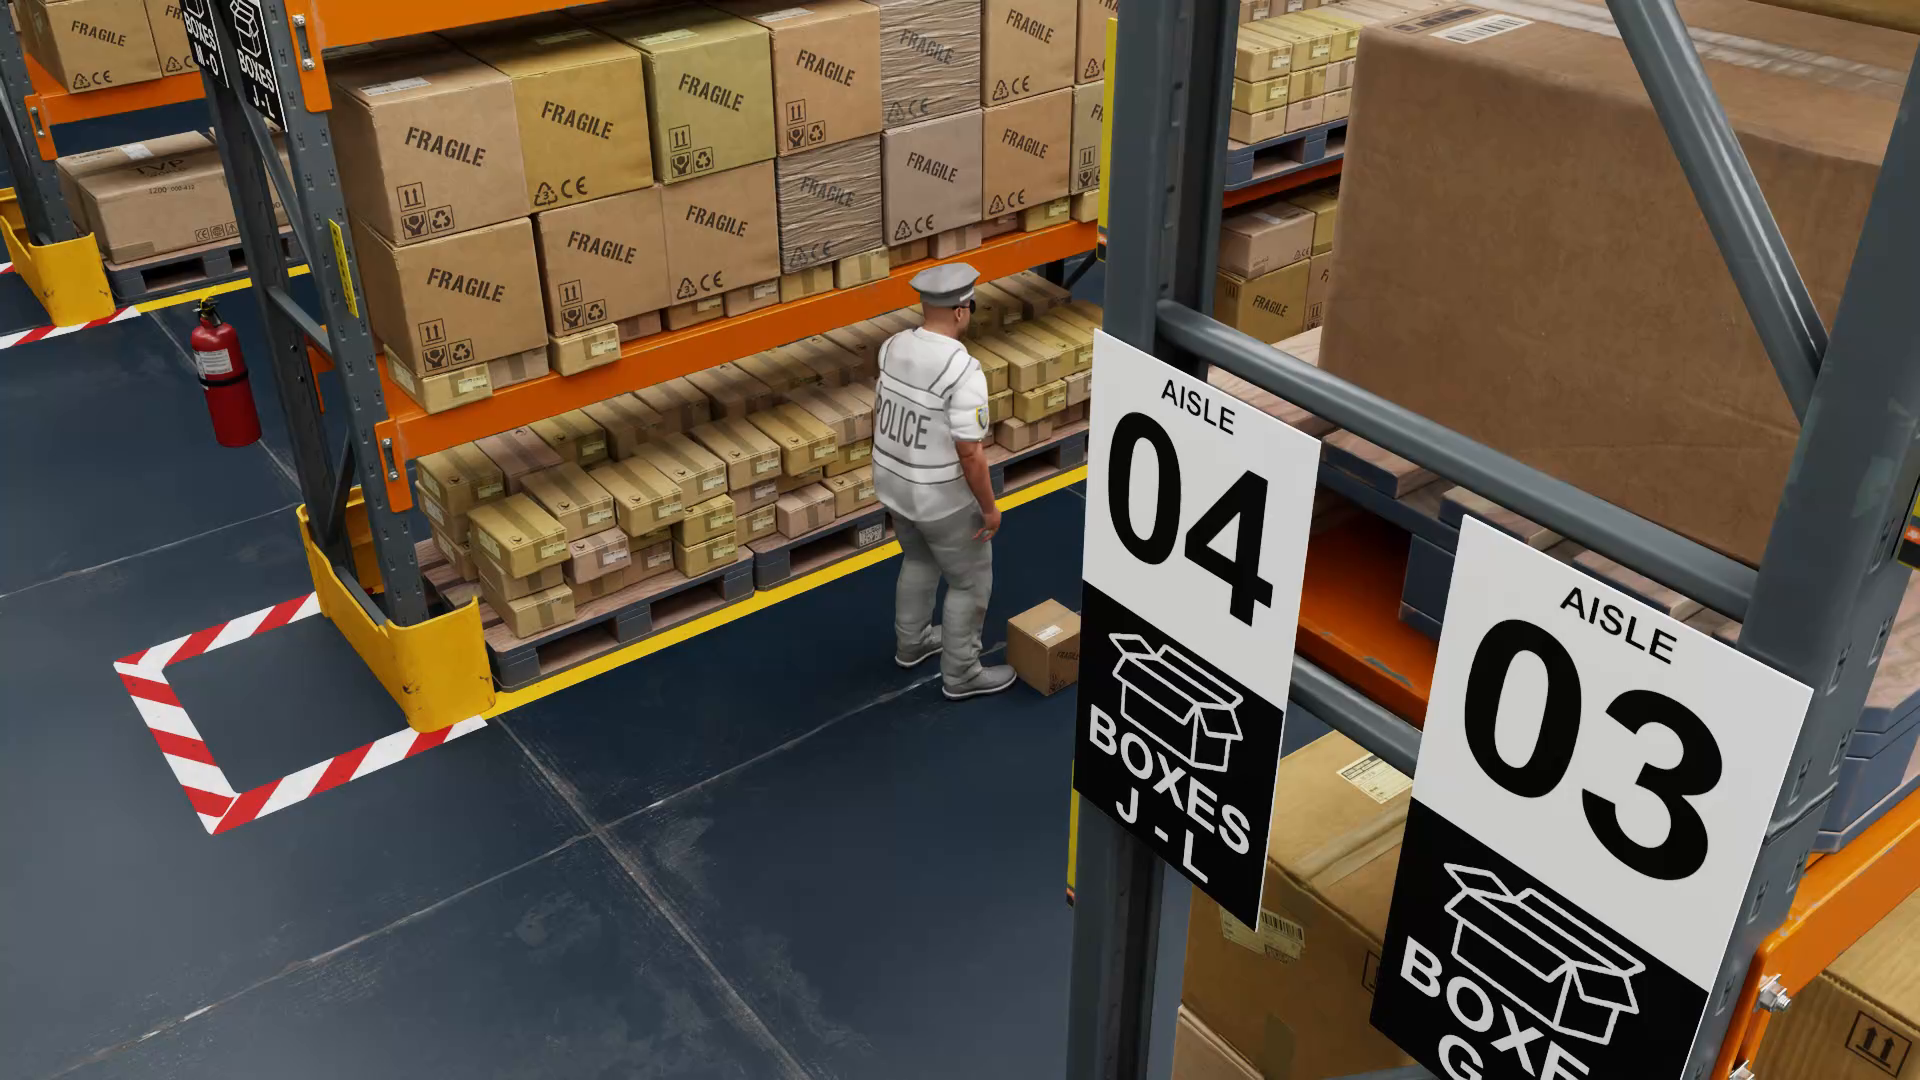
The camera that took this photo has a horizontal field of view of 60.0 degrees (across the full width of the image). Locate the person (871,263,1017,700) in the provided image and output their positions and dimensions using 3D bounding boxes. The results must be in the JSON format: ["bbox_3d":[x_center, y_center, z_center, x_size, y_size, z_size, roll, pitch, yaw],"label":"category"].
[{"bbox_3d":[-0.095,-0.199,6.449,0.439,1.746,0.590,-26,40,-35],"label":"person"}]
